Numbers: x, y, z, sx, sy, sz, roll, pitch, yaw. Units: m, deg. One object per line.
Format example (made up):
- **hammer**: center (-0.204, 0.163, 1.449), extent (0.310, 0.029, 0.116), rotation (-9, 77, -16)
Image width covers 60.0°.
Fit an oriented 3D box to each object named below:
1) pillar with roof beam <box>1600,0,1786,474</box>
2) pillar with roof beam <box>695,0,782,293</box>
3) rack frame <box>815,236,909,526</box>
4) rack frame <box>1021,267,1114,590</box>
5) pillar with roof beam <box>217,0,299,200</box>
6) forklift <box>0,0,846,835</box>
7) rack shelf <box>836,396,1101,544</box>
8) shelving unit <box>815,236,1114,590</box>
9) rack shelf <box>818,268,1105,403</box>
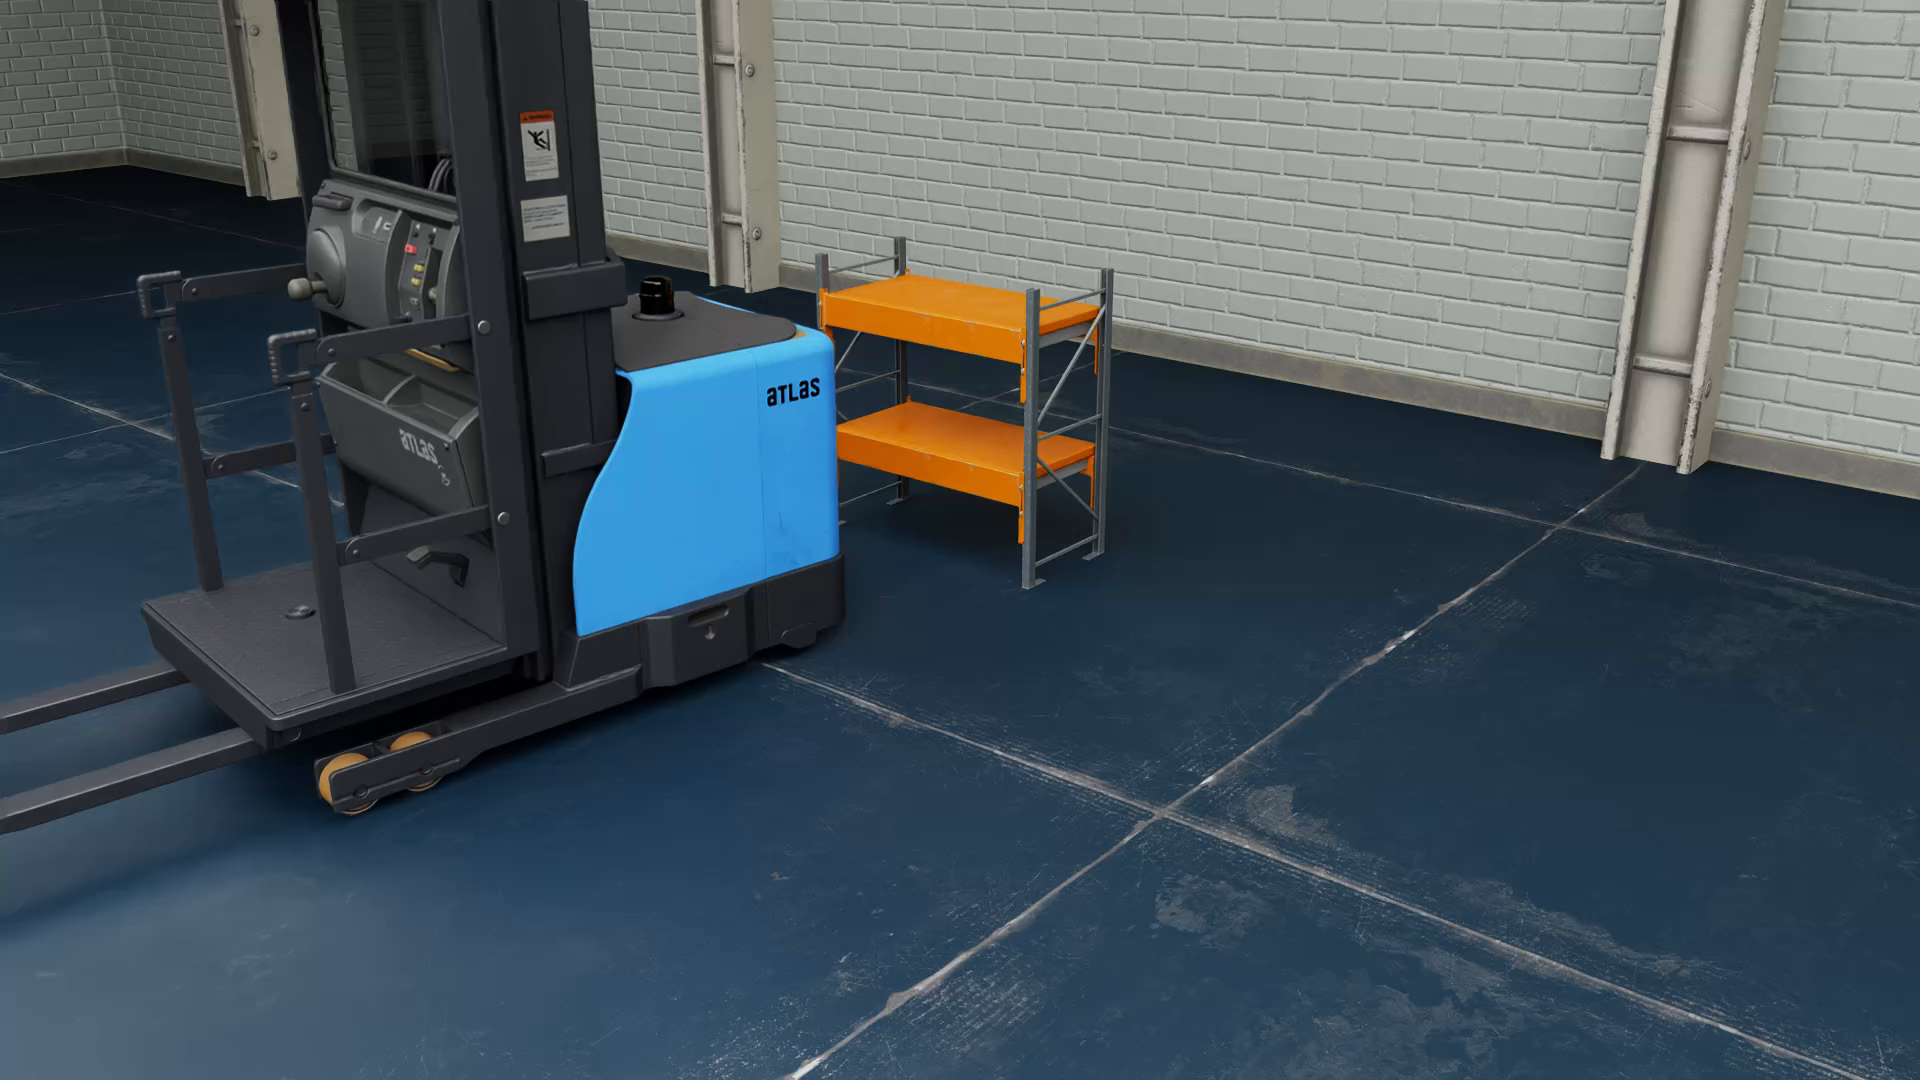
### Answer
- **pillar with roof beam**: center (0.484, -3.413, 2.964), extent (0.400, 9.000, 9.100), rotation (16, 26, 36)
- **pillar with roof beam**: center (-4.164, -4.751, 6.514), extent (0.400, 9.000, 9.100), rotation (16, 26, 36)
- **rack frame**: center (-0.389, -0.638, 6.766), extent (0.032, 1.125, 0.500), rotation (16, 26, 36)
- **rack frame**: center (0.399, -0.411, 6.165), extent (0.032, 1.125, 0.500), rotation (16, 26, 36)
- **pillar with roof beam**: center (-8.813, -6.090, 10.064), extent (0.400, 9.000, 9.100), rotation (16, 26, 36)
- **forklift**: center (-1.825, -0.814, 4.672), extent (3.031, 2.935, 1.130), rotation (-18, 27, -39)
- **rack shelf**: center (0.005, -0.296, 6.552), extent (1.000, 0.278, 0.538), rotation (16, 26, 36)
- **shelving unit**: center (0.005, -0.525, 6.466), extent (1.048, 1.125, 0.538), rotation (16, 26, 36)
- **rack shelf**: center (0.005, -0.799, 6.362), extent (1.000, 0.278, 0.538), rotation (16, 26, 36)
